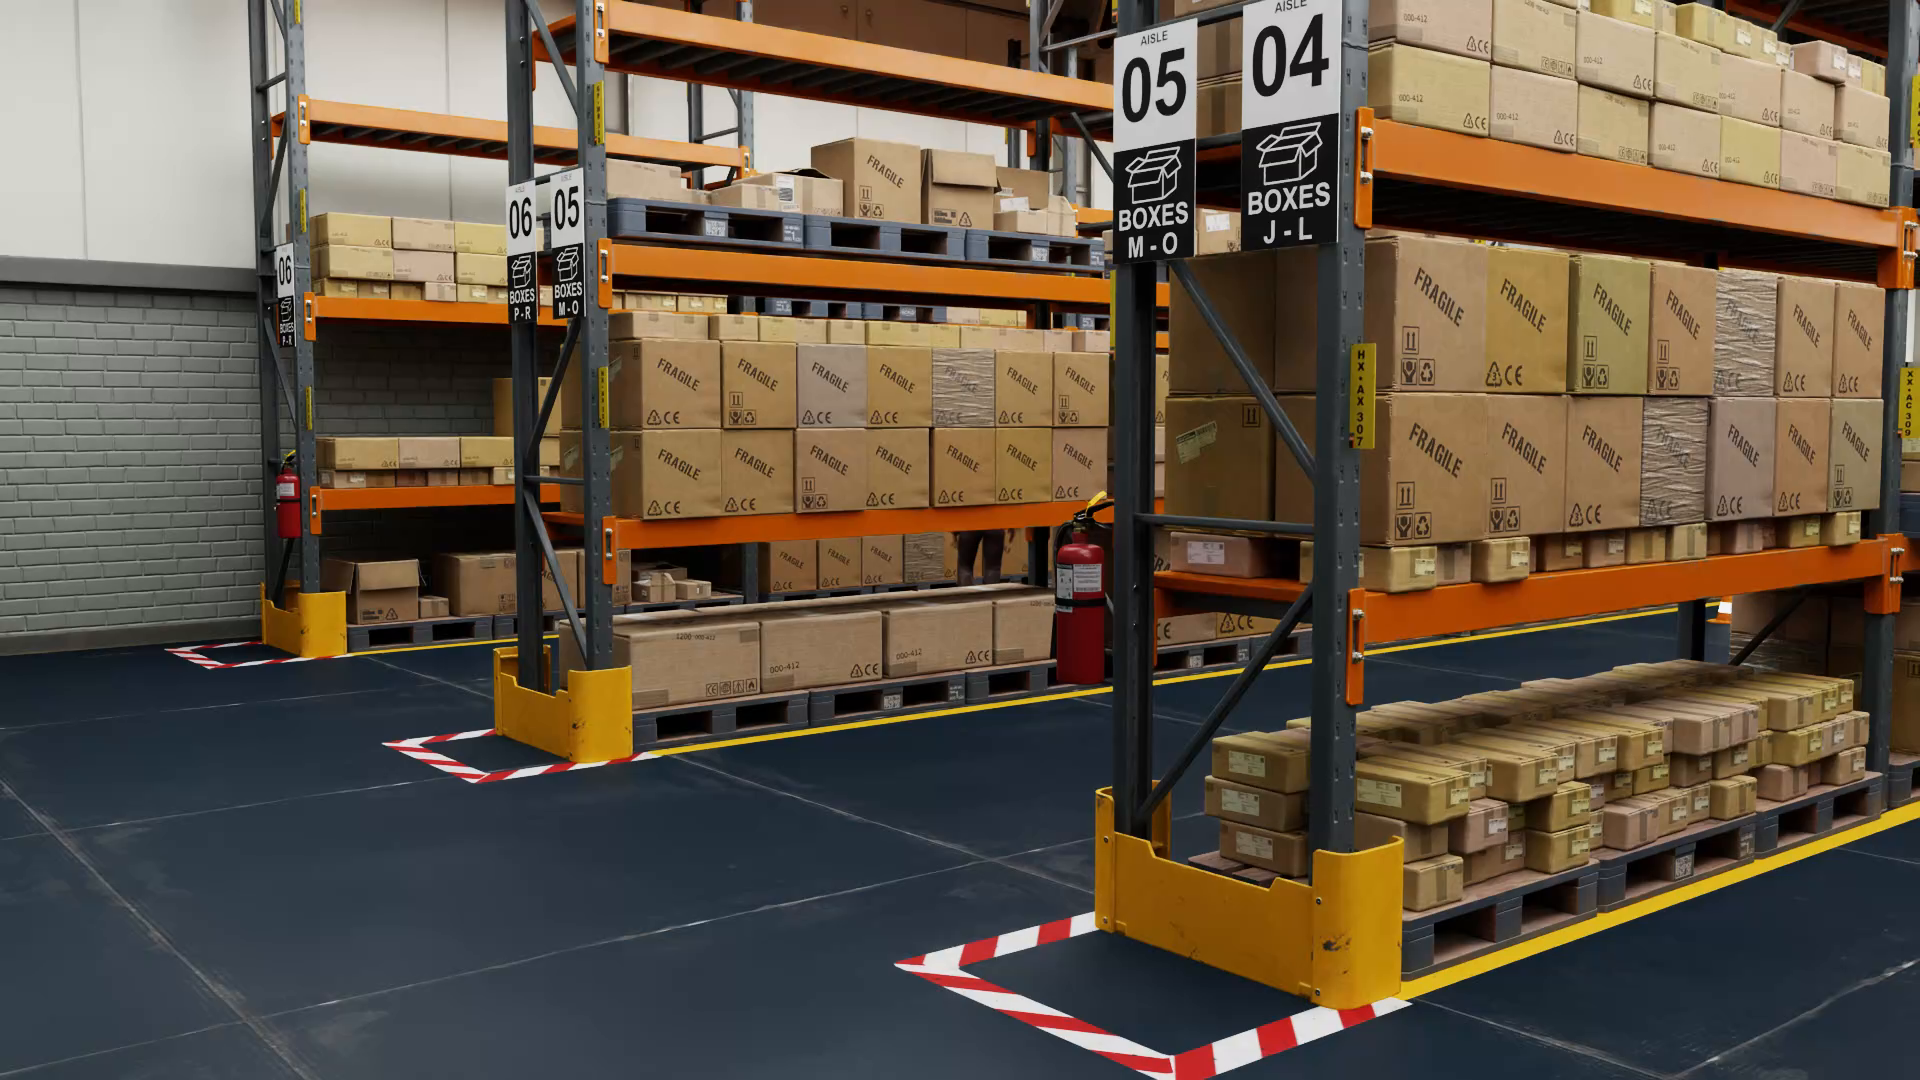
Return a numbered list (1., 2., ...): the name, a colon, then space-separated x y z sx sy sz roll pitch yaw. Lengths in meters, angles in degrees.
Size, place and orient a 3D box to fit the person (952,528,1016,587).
1. person: 0.217 -0.087 15.089 0.599 1.782 0.454 0 4 -4
